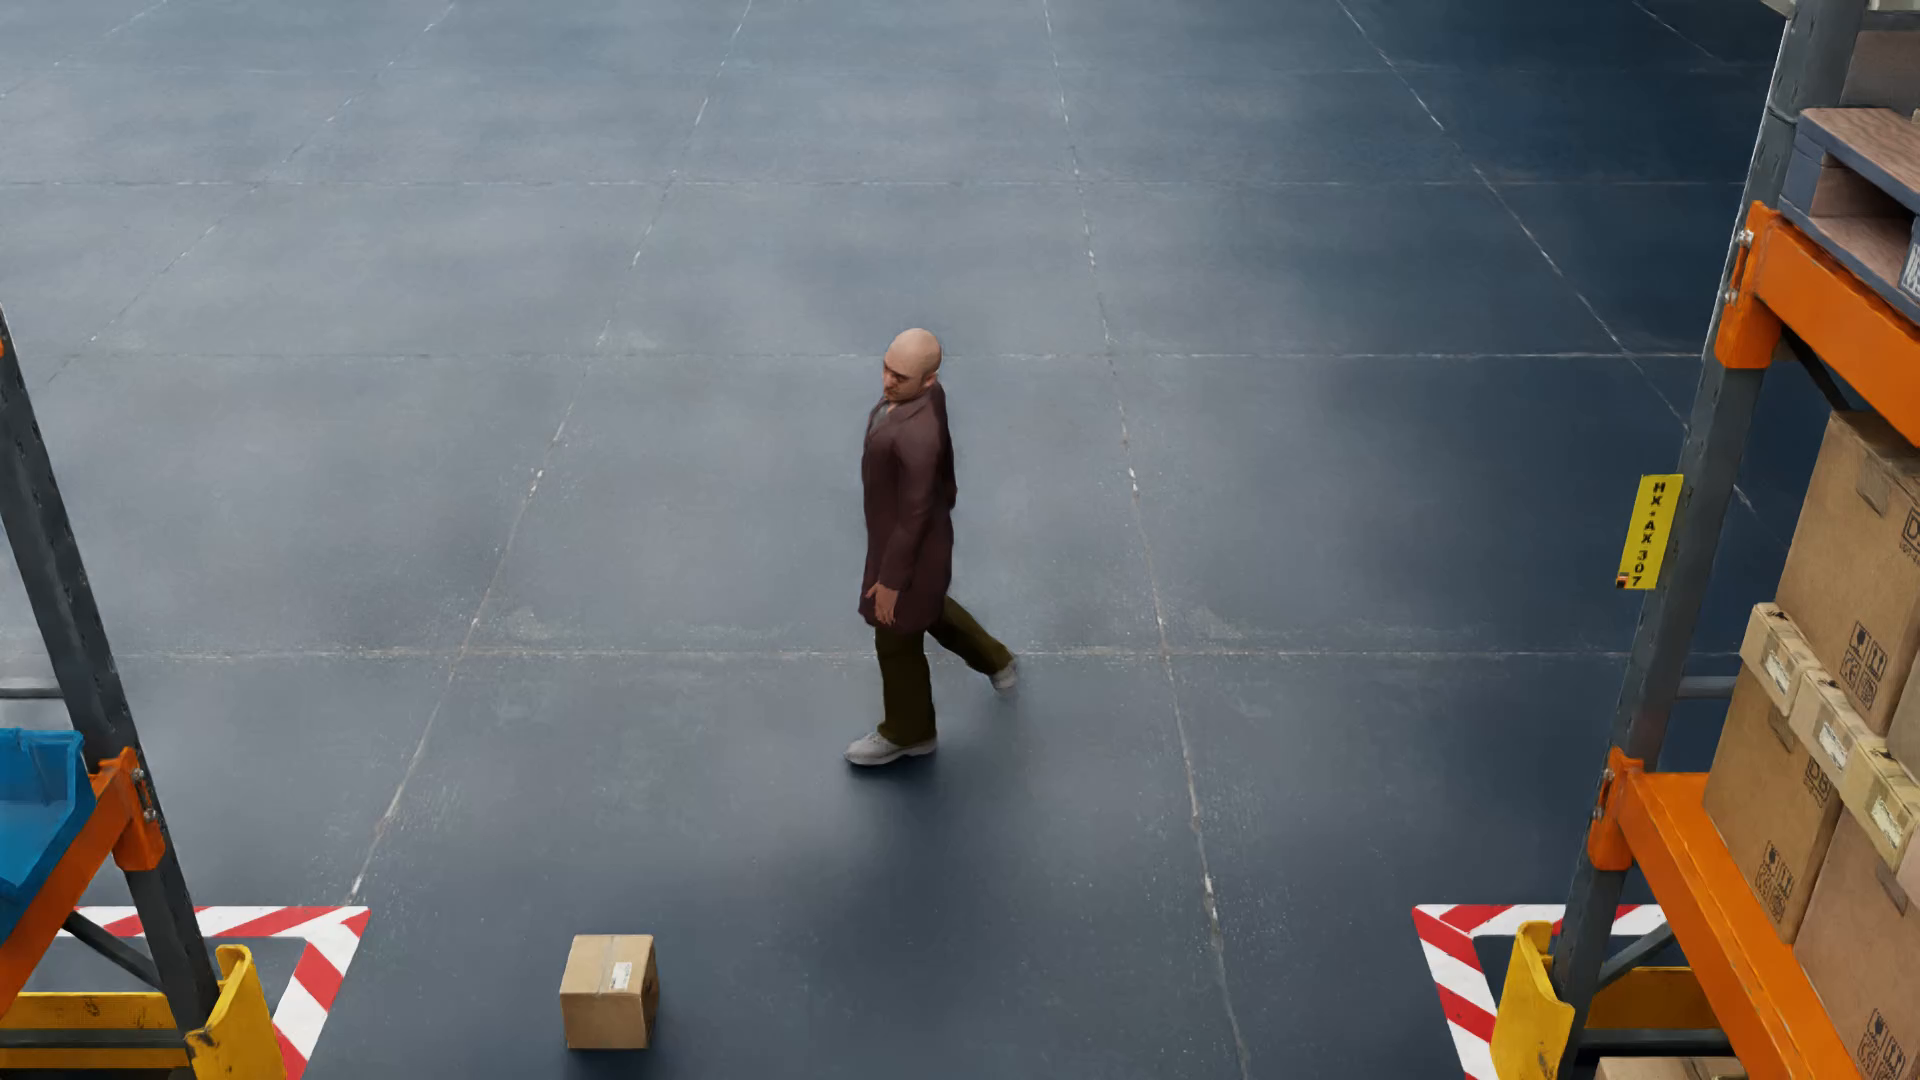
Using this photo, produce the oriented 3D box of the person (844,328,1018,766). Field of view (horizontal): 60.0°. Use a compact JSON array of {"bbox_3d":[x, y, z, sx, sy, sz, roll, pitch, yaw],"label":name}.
[{"bbox_3d":[-0.121,0.082,6.203,0.634,1.577,0.787,1,31,2],"label":"person"}]
